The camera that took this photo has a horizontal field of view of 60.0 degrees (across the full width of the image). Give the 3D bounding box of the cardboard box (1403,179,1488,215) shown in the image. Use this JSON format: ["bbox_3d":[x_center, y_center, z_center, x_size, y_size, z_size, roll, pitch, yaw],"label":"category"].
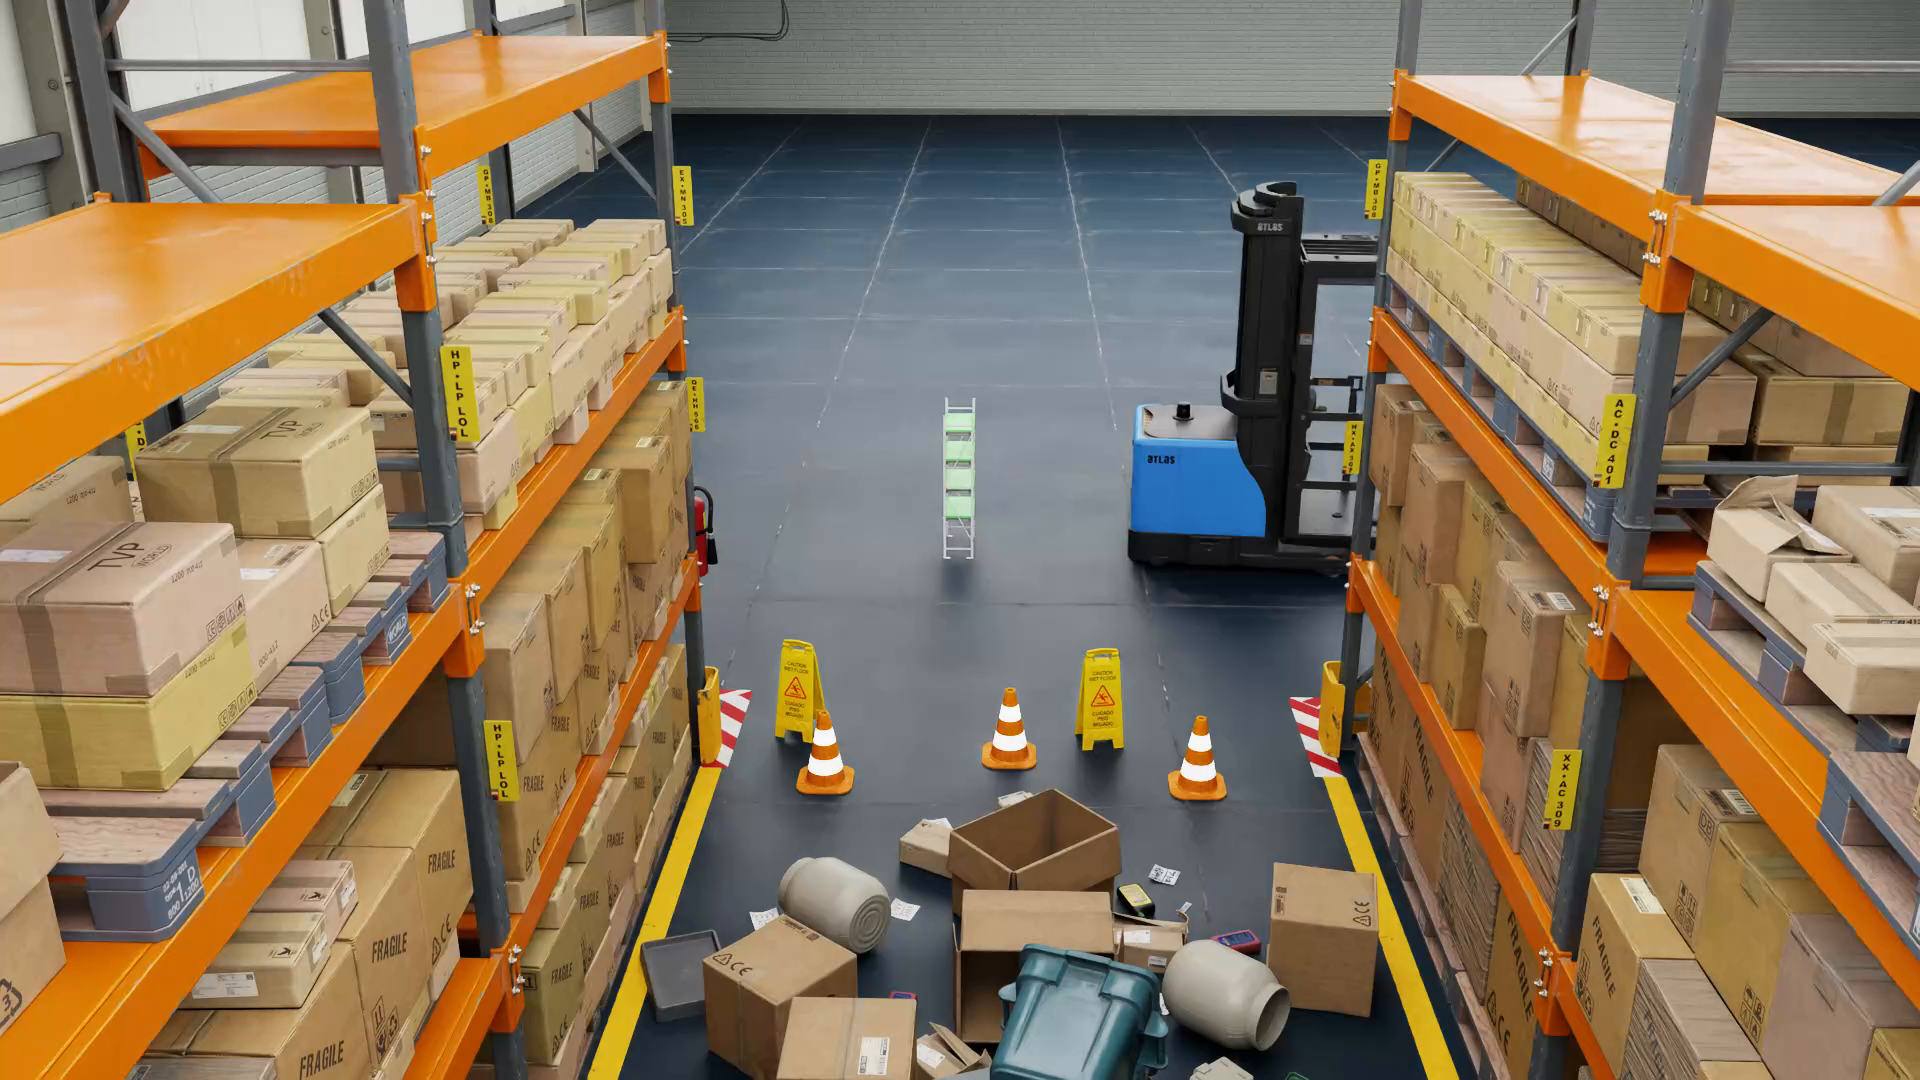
[{"bbox_3d":[2.524,-1.781,8.645,0.380,0.149,0.250,1,21,2],"label":"cardboard box"}]

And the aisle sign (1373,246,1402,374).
[{"bbox_3d":[2.563,-1.334,9.520,0.394,0.787,0.004,1,21,2],"label":"aisle sign"}]

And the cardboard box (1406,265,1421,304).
[{"bbox_3d":[2.515,-1.314,8.543,0.380,0.149,0.250,1,21,2],"label":"cardboard box"}]

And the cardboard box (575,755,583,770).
[{"bbox_3d":[-1.929,0.968,7.529,0.380,0.149,0.250,1,21,1],"label":"cardboard box"}]

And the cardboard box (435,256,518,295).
[{"bbox_3d":[-2.360,-1.276,8.063,0.380,0.149,0.250,1,21,1],"label":"cardboard box"}]

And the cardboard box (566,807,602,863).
[{"bbox_3d":[-1.846,1.329,7.539,0.380,0.149,0.250,1,21,4],"label":"cardboard box"}]

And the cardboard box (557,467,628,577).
[{"bbox_3d":[-1.977,-0.028,7.817,0.700,0.500,0.500,1,21,1],"label":"cardboard box"}]

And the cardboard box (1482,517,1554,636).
[{"bbox_3d":[2.839,0.253,7.324,0.875,0.550,0.550,1,21,2],"label":"cardboard box"}]

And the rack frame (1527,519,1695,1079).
[{"bbox_3d":[2.739,1.353,6.188,1.000,3.000,0.127,1,21,2],"label":"rack frame"}]

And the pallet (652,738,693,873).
[{"bbox_3d":[-2.153,1.510,9.640,1.003,0.211,1.213,1,21,2],"label":"pallet"}]

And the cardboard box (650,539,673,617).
[{"bbox_3d":[-1.851,0.084,8.910,0.500,0.500,0.500,1,21,2],"label":"cardboard box"}]

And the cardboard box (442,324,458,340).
[{"bbox_3d":[-2.423,-0.845,7.504,0.500,0.250,0.500,1,21,3],"label":"cardboard box"}]

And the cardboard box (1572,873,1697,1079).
[{"bbox_3d":[2.454,1.494,5.688,0.500,0.500,0.500,1,21,2],"label":"cardboard box"}]

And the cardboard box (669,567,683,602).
[{"bbox_3d":[-1.785,0.236,9.414,0.380,0.149,0.250,0,21,1],"label":"cardboard box"}]

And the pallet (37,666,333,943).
[{"bbox_3d":[-2.366,0.621,4.187,1.213,0.211,1.003,1,21,2],"label":"pallet"}]

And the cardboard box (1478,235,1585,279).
[{"bbox_3d":[2.477,-1.227,7.218,0.380,0.149,0.250,1,21,2],"label":"cardboard box"}]

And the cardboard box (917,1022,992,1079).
[{"bbox_3d":[-0.042,2.339,7.427,0.258,0.266,0.396,-16,26,-35],"label":"cardboard box"}]

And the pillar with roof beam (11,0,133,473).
[{"bbox_3d":[-3.488,-4.841,13.860,9.100,9.000,0.400,1,21,2],"label":"pillar with roof beam"}]

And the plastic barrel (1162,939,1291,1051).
[{"bbox_3d":[1.240,2.127,7.755,0.512,0.421,0.421,18,27,38],"label":"plastic barrel"}]

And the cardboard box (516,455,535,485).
[{"bbox_3d":[-1.949,-0.331,6.730,0.380,0.149,0.250,1,21,3],"label":"cardboard box"}]

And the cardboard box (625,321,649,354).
[{"bbox_3d":[-1.838,-1.074,8.645,0.380,0.149,0.250,1,21,3],"label":"cardboard box"}]

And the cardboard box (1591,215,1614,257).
[{"bbox_3d":[3.151,-1.403,7.672,0.380,0.149,0.250,0,21,1],"label":"cardboard box"}]

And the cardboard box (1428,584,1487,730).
[{"bbox_3d":[2.782,0.564,8.015,0.875,0.550,0.500,1,21,2],"label":"cardboard box"}]

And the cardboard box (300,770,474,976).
[{"bbox_3d":[-1.996,1.124,5.650,0.500,0.500,0.500,0,21,1],"label":"cardboard box"}]

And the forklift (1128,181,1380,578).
[{"bbox_3d":[2.892,-1.267,13.036,3.031,2.935,1.130,2,21,6],"label":"forklift"}]

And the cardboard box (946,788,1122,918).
[{"bbox_3d":[0.387,1.716,8.705,0.797,0.503,0.637,-16,26,-35],"label":"cardboard box"}]

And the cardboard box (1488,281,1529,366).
[{"bbox_3d":[2.530,-0.901,6.928,0.500,0.250,0.500,0,21,1],"label":"cardboard box"}]

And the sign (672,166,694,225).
[{"bbox_3d":[-1.536,-1.909,9.225,0.100,0.325,0.005,1,21,2],"label":"sign"}]

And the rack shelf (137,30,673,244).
[{"bbox_3d":[-2.151,-1.848,7.144,1.077,0.370,4.000,1,21,2],"label":"rack shelf"}]

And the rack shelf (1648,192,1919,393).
[{"bbox_3d":[2.678,-0.199,3.442,1.077,0.370,4.000,1,21,2],"label":"rack shelf"}]

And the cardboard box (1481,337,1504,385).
[{"bbox_3d":[2.468,-0.766,7.133,0.380,0.149,0.250,0,21,1],"label":"cardboard box"}]

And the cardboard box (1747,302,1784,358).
[{"bbox_3d":[3.096,-0.763,6.021,0.380,0.149,0.250,0,21,1],"label":"cardboard box"}]

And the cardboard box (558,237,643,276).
[{"bbox_3d":[-1.841,-1.453,8.520,0.380,0.149,0.250,0,21,1],"label":"cardboard box"}]

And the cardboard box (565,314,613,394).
[{"bbox_3d":[-1.877,-0.838,7.485,0.500,0.250,0.500,1,21,2],"label":"cardboard box"}]

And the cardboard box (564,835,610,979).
[{"bbox_3d":[-1.920,1.668,7.562,0.500,0.500,0.500,1,21,4],"label":"cardboard box"}]

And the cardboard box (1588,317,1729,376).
[{"bbox_3d":[2.431,-0.678,5.803,0.380,0.149,0.250,0,21,1],"label":"cardboard box"}]

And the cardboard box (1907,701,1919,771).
[{"bbox_3d":[2.470,0.449,3.838,0.396,0.266,0.258,1,21,2],"label":"cardboard box"}]

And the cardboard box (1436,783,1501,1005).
[{"bbox_3d":[2.852,1.595,7.921,0.875,0.875,0.875,1,21,2],"label":"cardboard box"}]

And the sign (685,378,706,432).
[{"bbox_3d":[-1.536,-0.785,9.661,0.100,0.325,0.005,1,21,2],"label":"sign"}]

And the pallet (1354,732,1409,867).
[{"bbox_3d":[2.915,1.497,9.673,1.003,0.211,1.213,1,21,2],"label":"pallet"}]

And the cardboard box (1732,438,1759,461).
[{"bbox_3d":[3.096,-0.392,6.168,0.380,0.149,0.250,1,21,2],"label":"cardboard box"}]

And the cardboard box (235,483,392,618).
[{"bbox_3d":[-2.085,0.024,5.095,0.500,0.250,0.500,0,21,1],"label":"cardboard box"}]

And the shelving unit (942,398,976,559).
[{"bbox_3d":[-0.005,-0.500,13.451,0.258,1.200,0.503,1,21,2],"label":"shelving unit"}]

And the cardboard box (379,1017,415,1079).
[{"bbox_3d":[-1.949,1.634,5.230,0.380,0.149,0.250,0,21,1],"label":"cardboard box"}]

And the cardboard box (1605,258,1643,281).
[{"bbox_3d":[3.077,-1.078,7.385,0.500,0.250,0.500,1,21,2],"label":"cardboard box"}]

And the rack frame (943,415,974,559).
[{"bbox_3d":[-0.012,-0.411,13.224,0.240,1.200,0.015,1,21,2],"label":"rack frame"}]

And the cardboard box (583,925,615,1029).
[{"bbox_3d":[-1.919,2.018,7.696,0.500,0.250,0.500,2,21,5],"label":"cardboard box"}]

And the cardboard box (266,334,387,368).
[{"bbox_3d":[-2.515,-0.718,6.625,0.380,0.149,0.250,1,21,3],"label":"cardboard box"}]

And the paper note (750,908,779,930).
[{"bbox_3d":[-1.014,1.976,8.687,0.142,0.019,0.148,-7,22,-17],"label":"paper note"}]

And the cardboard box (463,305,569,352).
[{"bbox_3d":[-1.891,-0.900,7.093,0.380,0.149,0.250,0,21,1],"label":"cardboard box"}]
